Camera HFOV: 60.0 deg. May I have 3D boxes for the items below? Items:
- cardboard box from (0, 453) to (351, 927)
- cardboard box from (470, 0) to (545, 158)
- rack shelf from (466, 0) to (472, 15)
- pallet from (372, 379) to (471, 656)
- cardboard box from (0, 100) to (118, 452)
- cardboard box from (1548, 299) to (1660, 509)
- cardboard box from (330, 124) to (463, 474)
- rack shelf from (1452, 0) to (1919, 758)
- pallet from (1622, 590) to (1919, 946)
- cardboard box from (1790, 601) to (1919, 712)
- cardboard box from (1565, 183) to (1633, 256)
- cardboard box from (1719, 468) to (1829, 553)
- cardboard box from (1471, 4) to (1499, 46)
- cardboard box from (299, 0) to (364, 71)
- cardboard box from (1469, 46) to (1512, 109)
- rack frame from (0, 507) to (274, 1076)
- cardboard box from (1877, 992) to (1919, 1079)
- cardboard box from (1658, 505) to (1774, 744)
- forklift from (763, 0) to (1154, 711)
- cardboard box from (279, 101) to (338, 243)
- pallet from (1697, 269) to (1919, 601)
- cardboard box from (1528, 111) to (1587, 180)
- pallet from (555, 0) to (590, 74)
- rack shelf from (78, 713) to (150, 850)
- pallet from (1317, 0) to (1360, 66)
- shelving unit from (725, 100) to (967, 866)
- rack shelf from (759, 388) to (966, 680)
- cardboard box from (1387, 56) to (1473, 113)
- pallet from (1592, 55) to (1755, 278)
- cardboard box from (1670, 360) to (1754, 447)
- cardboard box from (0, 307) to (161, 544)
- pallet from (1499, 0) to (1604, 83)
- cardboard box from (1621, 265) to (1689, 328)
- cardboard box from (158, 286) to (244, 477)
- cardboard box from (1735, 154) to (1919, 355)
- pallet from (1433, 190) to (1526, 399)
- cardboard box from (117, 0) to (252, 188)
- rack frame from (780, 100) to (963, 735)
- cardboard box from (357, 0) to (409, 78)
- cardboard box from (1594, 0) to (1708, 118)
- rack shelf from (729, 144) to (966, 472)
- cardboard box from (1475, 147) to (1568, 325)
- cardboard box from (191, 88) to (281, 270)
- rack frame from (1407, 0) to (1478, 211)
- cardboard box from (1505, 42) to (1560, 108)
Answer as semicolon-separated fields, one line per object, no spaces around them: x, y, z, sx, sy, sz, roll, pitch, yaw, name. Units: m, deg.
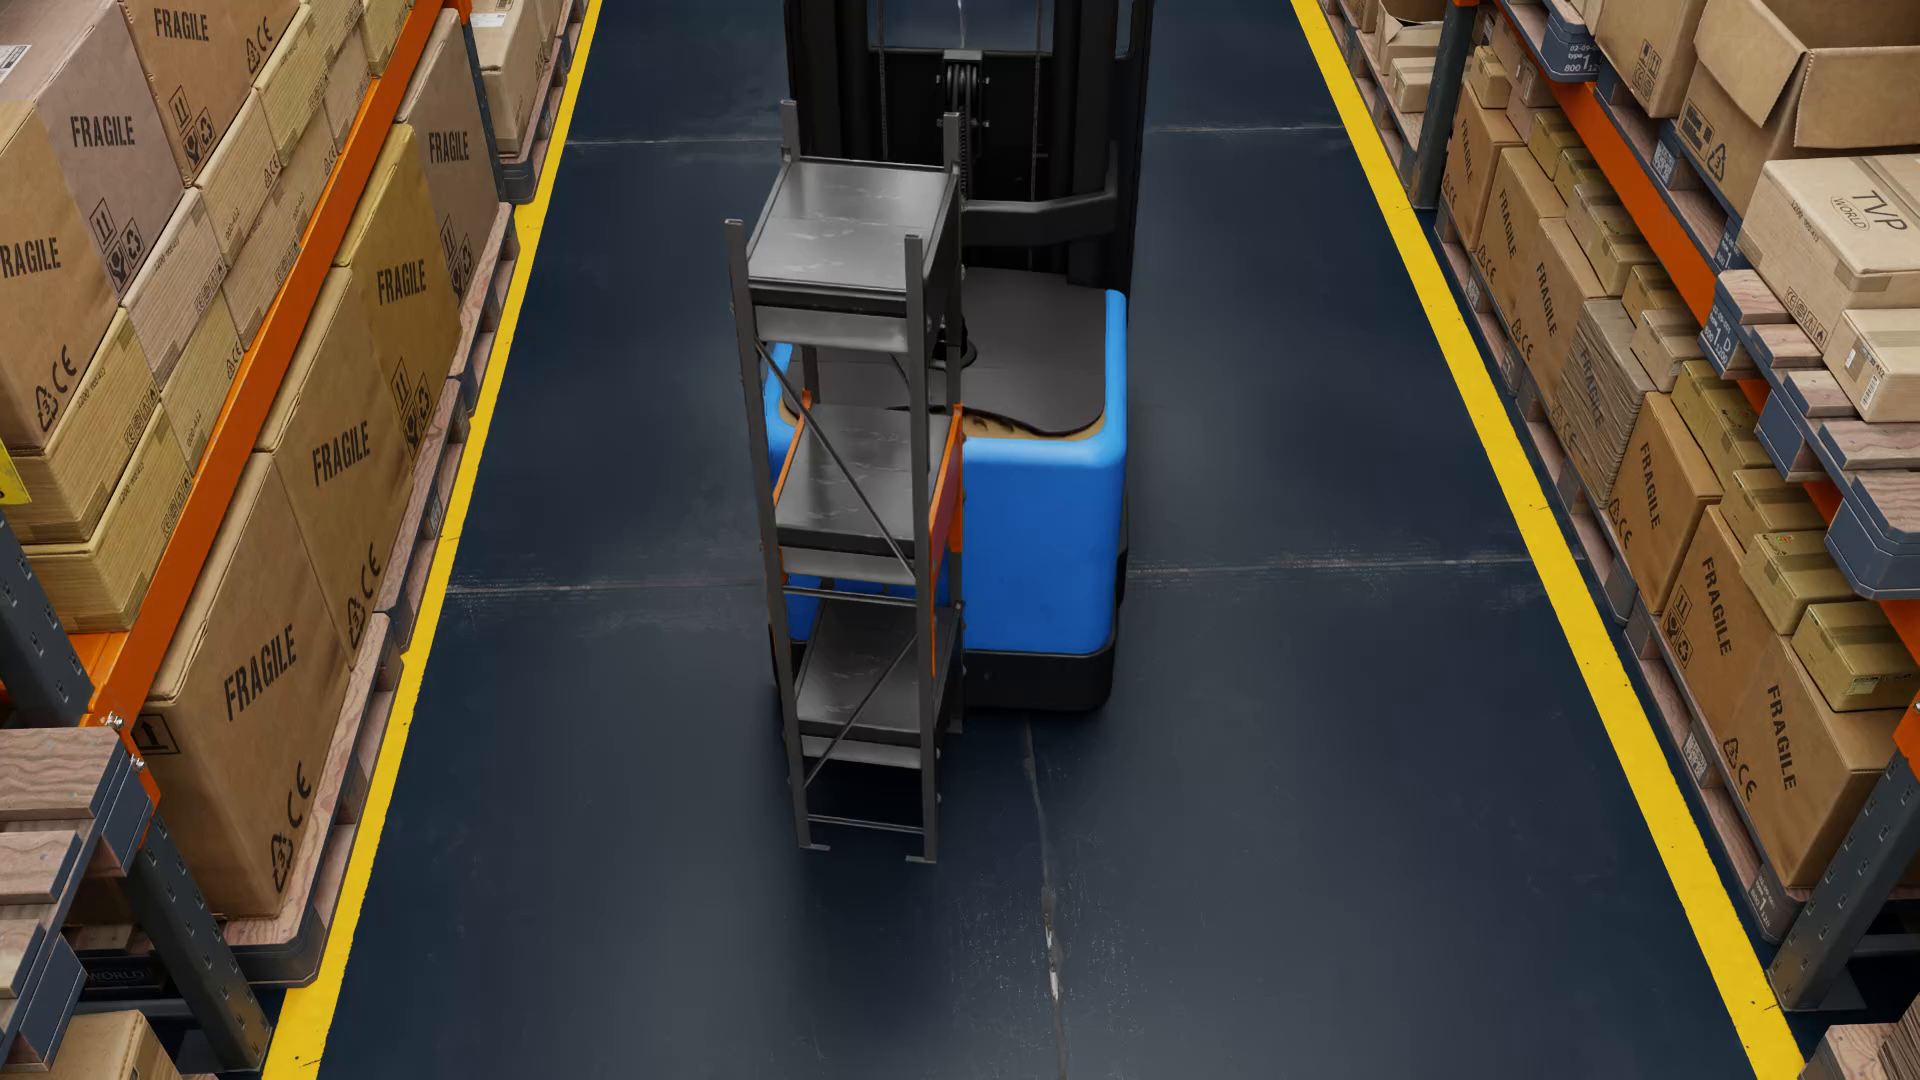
-2.238;0.393;4.363;0.875;0.875;0.875;-2;43;-2;cardboard box
-2.381;-2.104;7.411;0.875;0.438;0.875;-2;43;-2;cardboard box
-2.547;-3.552;7.938;1.077;0.370;4.000;-2;43;-2;rack shelf
-2.299;-0.095;5.697;1.003;0.211;1.213;-2;43;-2;pallet
-2.069;-0.512;3.275;0.500;0.500;0.500;-3;43;-3;cardboard box
2.358;-0.466;5.577;0.500;0.500;0.500;-3;43;-3;cardboard box
-2.310;-0.813;5.678;0.875;0.875;0.875;-1;43;-1;cardboard box
2.582;-0.997;5.150;1.077;0.370;4.000;-2;43;-2;rack shelf
2.673;0.611;4.927;1.003;0.211;1.213;-2;43;-2;pallet
2.393;0.290;4.273;0.380;0.149;0.250;-4;43;-4;cardboard box
2.356;-1.123;5.814;0.380;0.149;0.250;-2;43;-2;cardboard box
2.383;-0.073;4.669;0.380;0.149;0.250;-3;43;-3;cardboard box
2.687;-2.461;8.015;0.380;0.149;0.250;-2;43;-2;cardboard box
-2.144;-1.619;5.037;0.500;0.250;0.500;-1;43;-1;cardboard box
2.246;-1.835;6.591;0.380;0.149;0.250;0;43;0;cardboard box
-2.292;0.233;3.276;1.000;3.000;0.127;-2;43;-2;rack frame
2.680;1.230;3.634;0.875;0.625;0.625;0;43;0;cardboard box
2.423;0.238;4.810;0.500;0.500;0.500;-2;43;-2;cardboard box
0.041;-1.544;5.266;1.130;2.935;3.031;3;43;3;forklift
-2.142;-1.083;4.822;0.500;0.250;0.500;-2;43;-2;cardboard box
2.568;-0.297;3.996;1.213;0.211;1.003;-2;43;-2;pallet
2.358;-1.477;6.201;0.380;0.149;0.250;-4;43;-4;cardboard box
-2.471;-2.780;8.627;1.003;0.211;1.213;-2;43;-2;pallet
-2.207;1.849;2.046;1.077;0.370;4.000;-2;43;-2;rack shelf
2.414;-2.873;8.729;1.003;0.211;1.213;-2;43;-2;pallet
-0.232;-0.026;4.217;0.431;2.100;0.503;6;44;6;shelving unit
-0.232;-0.016;4.226;0.431;0.518;0.480;6;44;6;rack shelf
2.180;-2.084;7.602;0.380;0.149;0.250;-3;43;-3;cardboard box
2.580;-1.154;4.931;1.003;0.211;1.213;-2;43;-2;pallet
2.406;-0.421;5.048;0.380;0.149;0.250;-2;43;-2;cardboard box
-2.067;-0.245;3.538;0.500;0.250;0.500;-2;43;-2;cardboard box
2.422;-1.999;5.853;1.003;0.211;1.213;-2;43;-2;pallet
2.405;-0.774;5.433;0.380;0.149;0.250;-1;43;-2;cardboard box
-2.101;-0.395;4.072;0.500;0.250;0.500;-3;43;-3;cardboard box
2.299;-0.714;4.109;0.500;0.250;0.500;-3;43;-4;cardboard box
2.569;-1.036;6.724;1.003;0.211;1.213;-2;43;-2;pallet
-2.106;-1.196;4.021;0.500;0.500;0.500;-1;43;-1;cardboard box
-0.195;-0.192;4.392;0.400;2.100;0.015;6;44;6;rack frame
-2.171;-1.772;5.575;0.500;0.250;0.500;-2;43;-2;cardboard box
2.349;-1.591;4.881;0.700;0.500;0.500;-2;43;-2;cardboard box
-0.235;-0.524;3.745;0.431;0.518;0.480;6;44;6;rack shelf
2.325;-1.153;6.327;0.500;0.500;0.500;-2;43;-2;cardboard box
-2.097;-0.931;4.286;0.500;0.250;0.500;-2;43;-2;cardboard box
2.497;-2.612;6.380;1.000;3.000;0.127;-2;43;-2;rack frame
2.305;-1.770;6.300;0.380;0.149;0.250;-4;43;-4;cardboard box
